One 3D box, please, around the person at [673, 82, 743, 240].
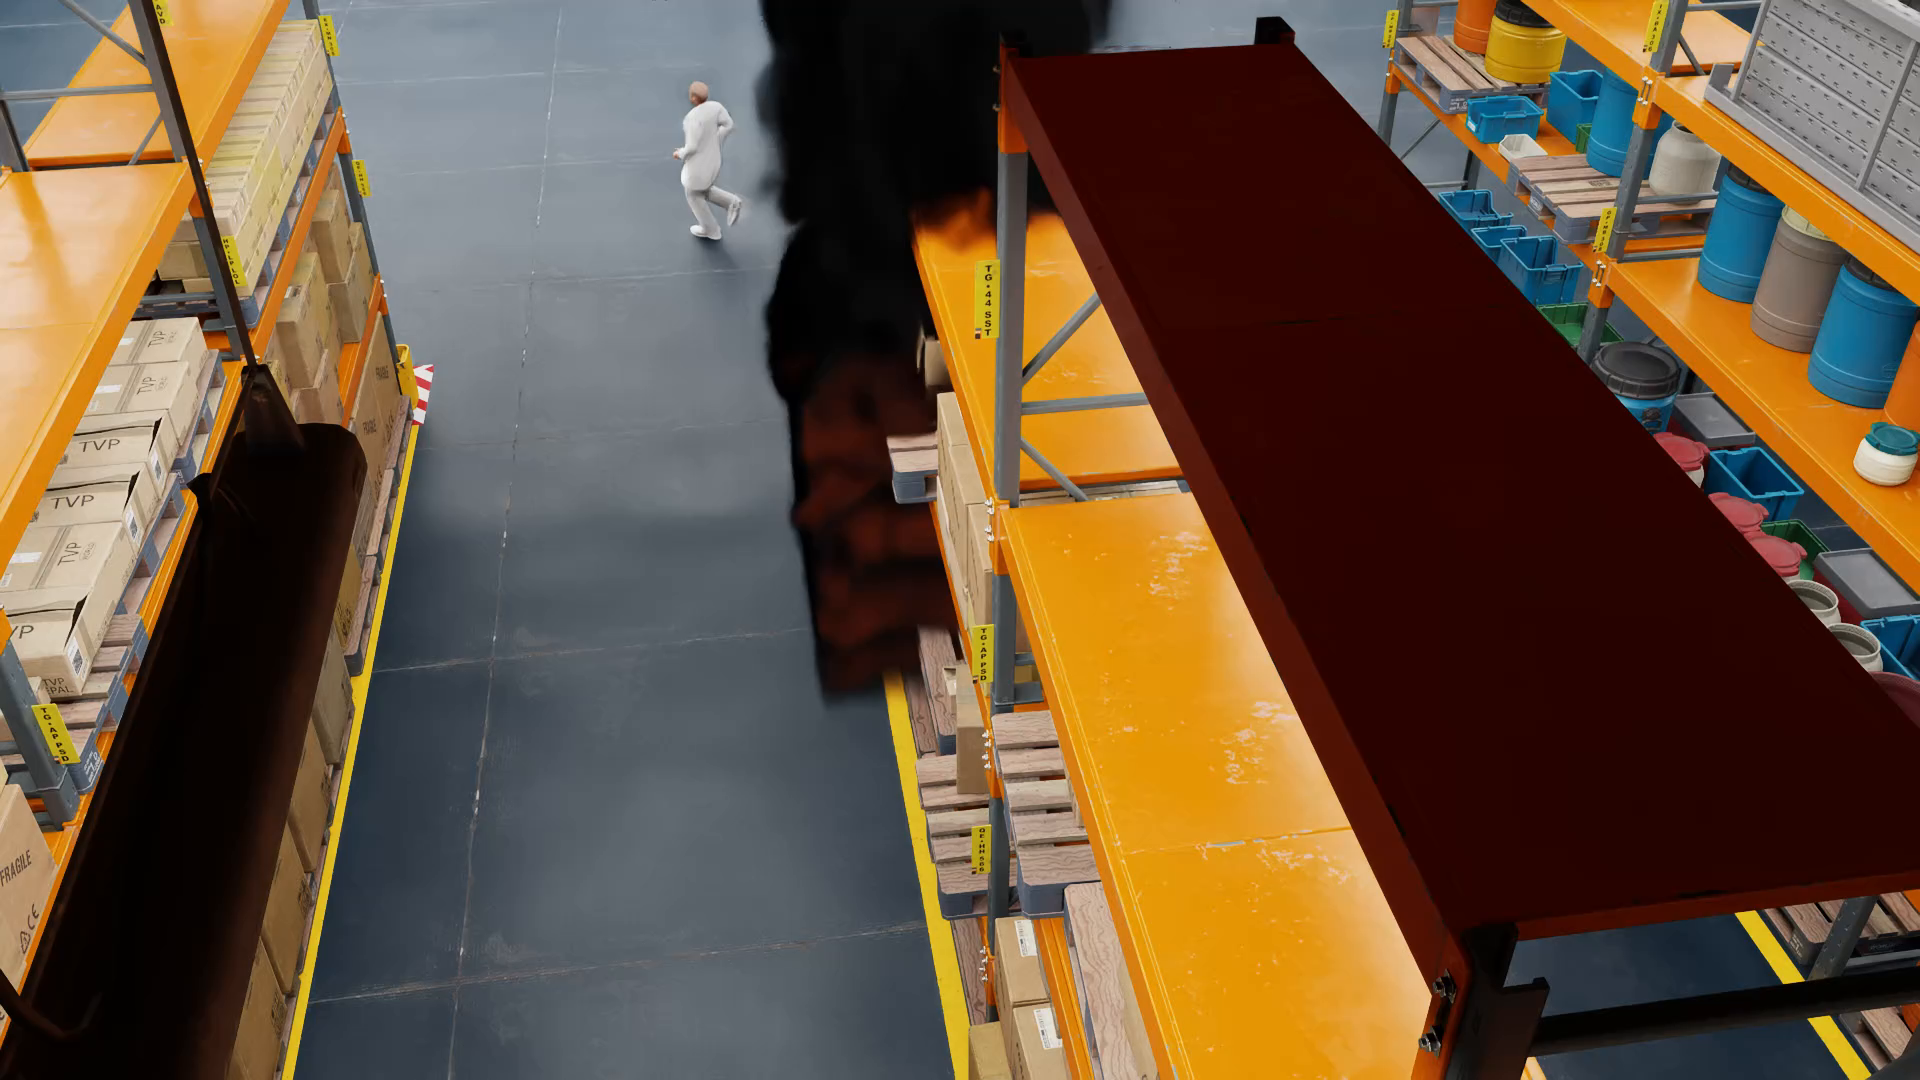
[{"bbox_3d":[-2.648,-3.948,17.385,0.636,1.733,0.712,16,39,21],"label":"person"}]
